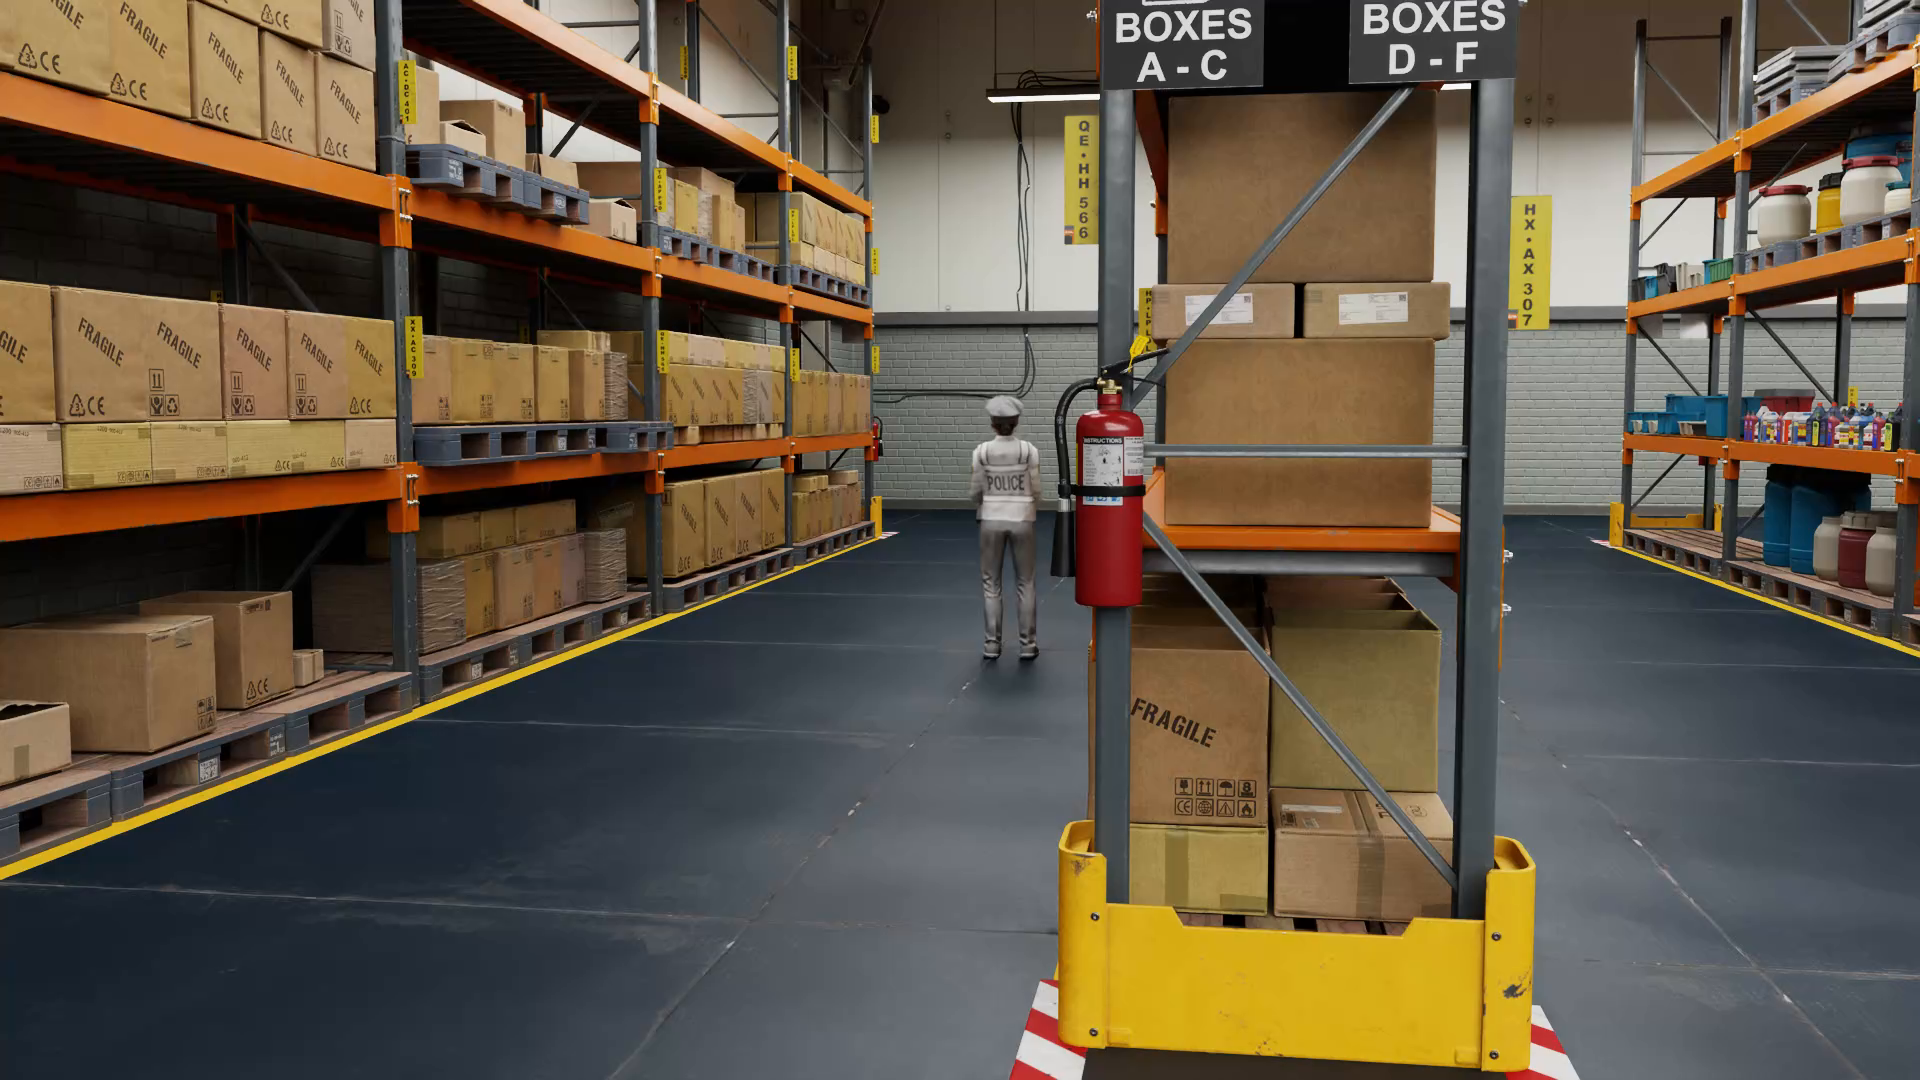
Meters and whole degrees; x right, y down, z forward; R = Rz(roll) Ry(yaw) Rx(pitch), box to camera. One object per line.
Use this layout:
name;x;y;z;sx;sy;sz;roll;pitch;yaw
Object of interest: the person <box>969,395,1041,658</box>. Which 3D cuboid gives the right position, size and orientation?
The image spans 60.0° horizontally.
person;0.292;-0.089;10.785;0.468;1.697;0.552;0;5;1
